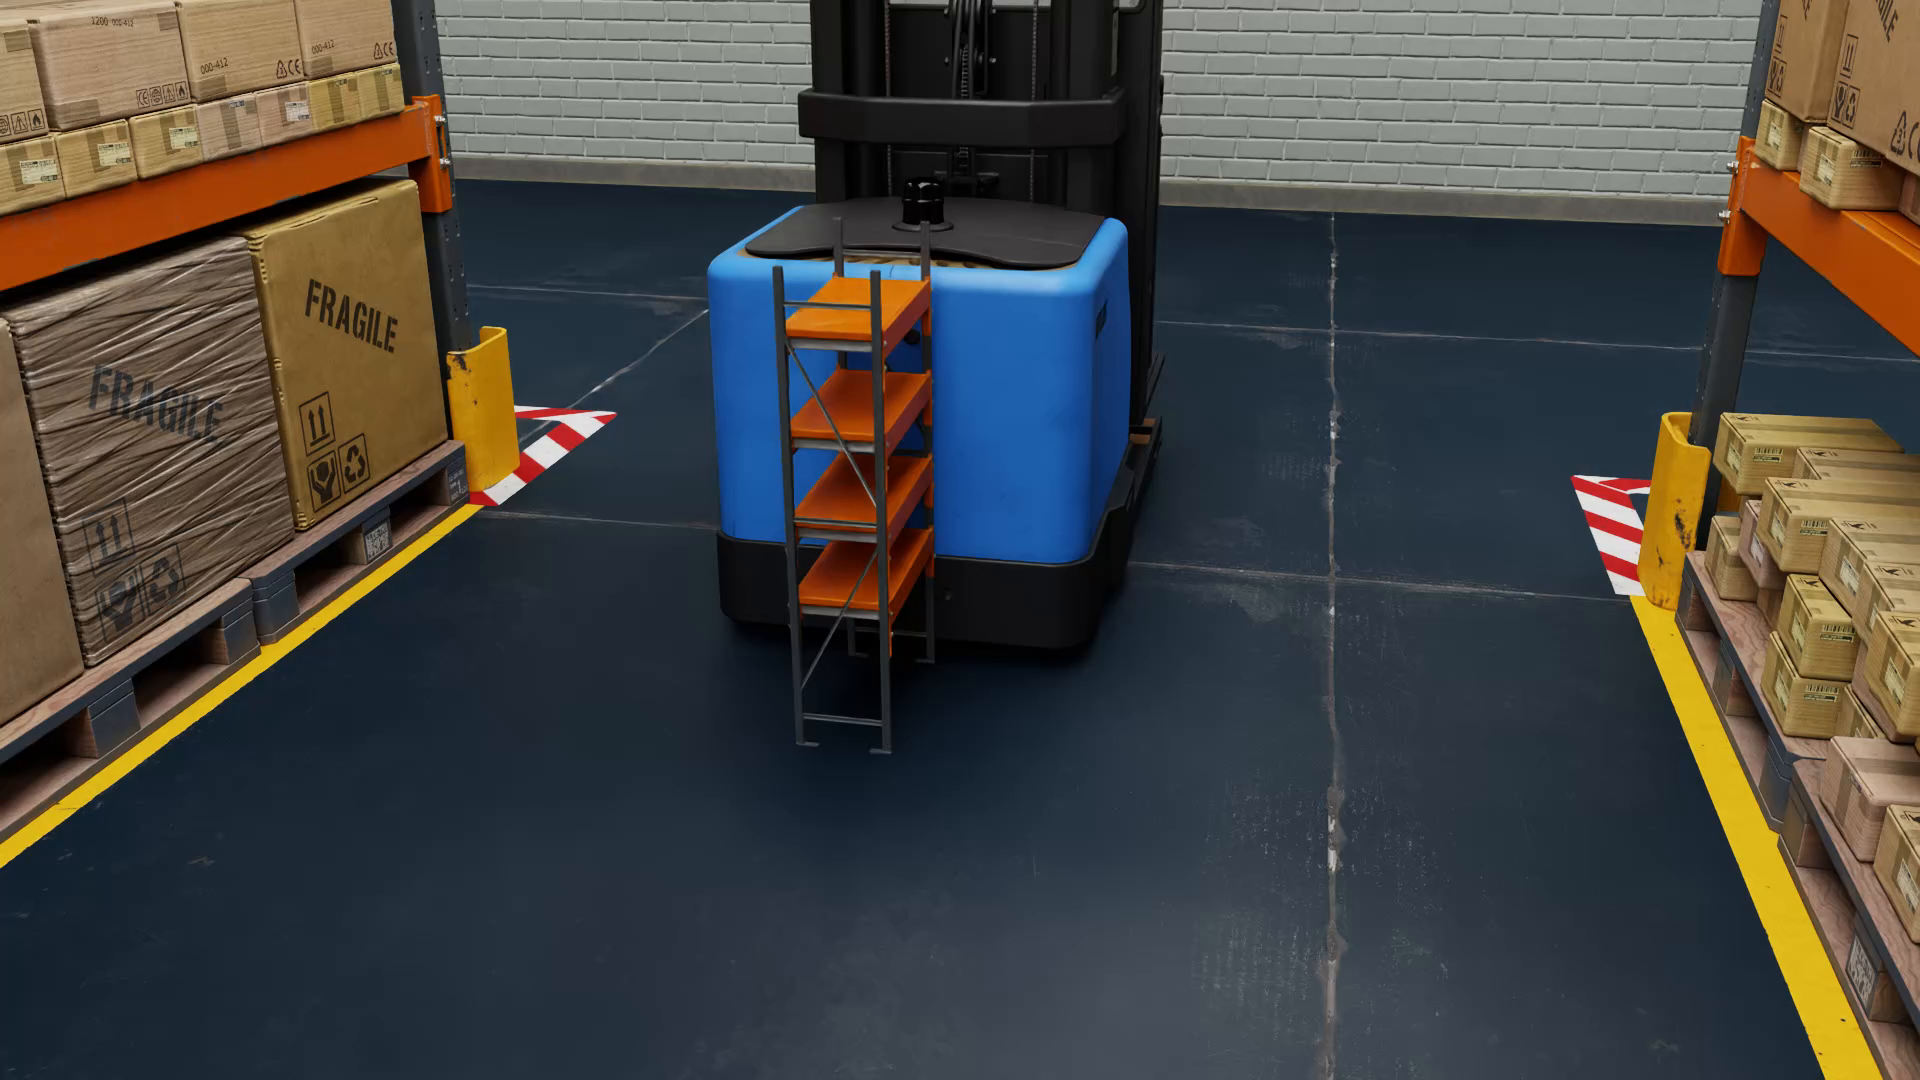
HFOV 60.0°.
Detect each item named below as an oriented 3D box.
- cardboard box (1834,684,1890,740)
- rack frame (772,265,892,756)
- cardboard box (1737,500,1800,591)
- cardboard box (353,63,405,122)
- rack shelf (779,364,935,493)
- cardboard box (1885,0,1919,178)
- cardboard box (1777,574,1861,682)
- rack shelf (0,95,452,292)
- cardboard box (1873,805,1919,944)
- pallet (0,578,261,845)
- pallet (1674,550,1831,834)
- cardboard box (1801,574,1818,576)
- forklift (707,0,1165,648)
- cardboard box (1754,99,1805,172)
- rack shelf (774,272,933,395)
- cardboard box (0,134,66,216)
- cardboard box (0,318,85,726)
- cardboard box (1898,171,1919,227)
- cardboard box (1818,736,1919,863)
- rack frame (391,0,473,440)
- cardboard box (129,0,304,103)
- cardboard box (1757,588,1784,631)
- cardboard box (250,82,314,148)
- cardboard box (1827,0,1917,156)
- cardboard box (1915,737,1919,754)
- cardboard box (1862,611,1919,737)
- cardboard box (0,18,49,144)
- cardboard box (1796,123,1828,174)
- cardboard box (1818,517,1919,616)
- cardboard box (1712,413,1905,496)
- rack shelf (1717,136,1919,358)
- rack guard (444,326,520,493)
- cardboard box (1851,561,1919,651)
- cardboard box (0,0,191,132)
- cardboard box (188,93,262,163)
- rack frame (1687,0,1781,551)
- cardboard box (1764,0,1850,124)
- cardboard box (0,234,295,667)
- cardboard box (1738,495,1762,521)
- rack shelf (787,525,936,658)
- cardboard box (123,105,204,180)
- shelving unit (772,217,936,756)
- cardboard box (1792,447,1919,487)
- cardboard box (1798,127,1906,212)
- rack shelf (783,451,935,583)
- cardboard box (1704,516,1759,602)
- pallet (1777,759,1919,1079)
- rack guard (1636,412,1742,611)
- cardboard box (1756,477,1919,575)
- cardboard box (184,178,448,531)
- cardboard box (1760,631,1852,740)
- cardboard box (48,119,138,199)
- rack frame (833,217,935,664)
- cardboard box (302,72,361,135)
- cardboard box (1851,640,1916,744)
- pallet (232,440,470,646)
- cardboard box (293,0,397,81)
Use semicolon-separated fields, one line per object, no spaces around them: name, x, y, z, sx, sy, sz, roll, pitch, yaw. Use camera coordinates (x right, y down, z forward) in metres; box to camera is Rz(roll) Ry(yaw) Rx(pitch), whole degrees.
cardboard box;2.087;0.439;3.501;0.380;0.149;0.250;5;22;11
rack frame;-0.287;-0.038;3.840;0.240;1.200;0.015;4;24;11
cardboard box;2.173;0.023;4.137;0.380;0.149;0.250;4;22;11
cardboard box;-1.942;-1.378;5.095;0.380;0.149;0.250;5;22;12
rack shelf;-0.239;-0.276;3.998;0.258;0.148;0.480;4;24;11
cardboard box;2.084;-0.900;3.040;0.500;0.500;0.500;5;22;12
cardboard box;2.052;0.205;3.685;0.380;0.149;0.250;5;23;13
rack shelf;-2.600;-0.584;3.752;1.077;0.370;4.000;4;22;11
cardboard box;1.920;0.627;3.035;0.380;0.149;0.250;4;22;11
pallet;-2.530;0.387;4.109;1.003;0.211;1.213;4;22;11
pallet;2.427;0.381;4.124;1.003;0.211;1.213;4;22;11
cardboard box;2.210;0.119;3.898;0.380;0.149;0.250;5;22;12
forklift;0.127;-1.589;5.375;1.130;2.935;3.031;4;22;11
cardboard box;2.256;-1.024;4.218;0.380;0.149;0.250;4;22;10
rack shelf;-0.240;-0.493;3.904;0.258;0.148;0.480;4;24;11
cardboard box;-2.255;-0.819;3.707;0.380;0.149;0.250;5;22;12
cardboard box;-2.612;0.040;3.521;0.875;0.875;0.875;4;22;11
cardboard box;2.218;-0.729;3.484;0.380;0.149;0.250;6;23;13
cardboard box;1.951;0.524;3.291;0.380;0.149;0.250;3;22;8
rack frame;-2.192;-1.649;5.434;1.000;3.000;0.127;4;22;11
cardboard box;-2.135;-1.335;4.456;0.500;0.250;0.500;4;22;10
cardboard box;2.249;0.162;4.189;0.380;0.149;0.250;4;22;11
cardboard box;-2.046;-1.190;4.630;0.380;0.149;0.250;5;22;11
cardboard box;2.196;-1.078;3.483;0.500;0.500;0.500;5;22;11
cardboard box;2.076;0.412;3.172;0.380;0.149;0.250;6;23;14
cardboard box;1.954;0.266;3.136;0.380;0.149;0.250;5;22;12
cardboard box;-2.341;-0.958;3.520;0.500;0.250;0.500;4;22;11
cardboard box;2.244;-0.928;3.979;0.380;0.149;0.250;5;23;13
cardboard box;2.118;0.072;3.616;0.380;0.149;0.250;3;22;8
cardboard box;2.203;-0.217;4.335;0.380;0.149;0.250;3;22;8
rack shelf;2.235;-0.169;2.722;1.077;0.370;4.000;4;22;11
rack guard;-2.187;-0.499;5.923;1.175;0.500;0.348;4;22;11
cardboard box;2.053;0.173;3.366;0.380;0.149;0.250;5;23;13
cardboard box;-2.239;-1.149;3.993;0.500;0.250;0.500;4;22;9
cardboard box;-2.098;-1.099;4.403;0.380;0.149;0.250;5;22;12
rack frame;2.643;-1.234;4.403;1.000;3.000;0.127;4;22;11
cardboard box;2.281;-1.276;3.974;0.500;0.500;0.500;6;23;13
cardboard box;-2.430;-0.286;4.330;0.875;0.875;0.875;4;22;11
cardboard box;2.285;-0.073;4.375;0.380;0.149;0.250;5;23;13
rack shelf;-0.237;0.112;4.165;0.258;0.148;0.480;4;24;11
cardboard box;-2.149;-1.004;4.167;0.380;0.149;0.250;4;22;10
shelving unit;-0.238;-0.132;4.060;0.258;1.200;0.503;4;24;11
cardboard box;2.265;-0.107;4.062;0.380;0.149;0.250;5;22;12
cardboard box;2.137;-0.834;3.745;0.380;0.149;0.250;4;22;9
rack shelf;-0.238;-0.071;4.086;0.258;0.148;0.480;4;24;11
cardboard box;2.223;0.060;4.442;0.380;0.149;0.250;5;22;12
pallet;2.176;0.826;3.020;1.003;0.211;1.213;4;22;11
rack guard;2.627;-0.047;4.801;1.175;0.500;0.348;4;22;11
cardboard box;2.088;-0.025;3.857;0.380;0.149;0.250;4;22;11
cardboard box;-2.244;-0.618;5.156;0.875;0.875;0.875;4;22;11
cardboard box;2.046;0.339;3.751;0.380;0.149;0.250;5;22;12
cardboard box;-2.202;-0.909;3.932;0.380;0.149;0.250;5;22;11
rack frame;-0.189;-0.227;4.279;0.240;1.200;0.015;4;24;11
cardboard box;-1.994;-1.282;4.859;0.380;0.149;0.250;5;22;11
cardboard box;2.090;0.309;3.426;0.380;0.149;0.250;3;22;8
pallet;-2.279;-0.058;5.214;1.003;0.211;1.213;4;22;11
cardboard box;-2.031;-1.520;4.916;0.500;0.250;0.500;4;22;10
